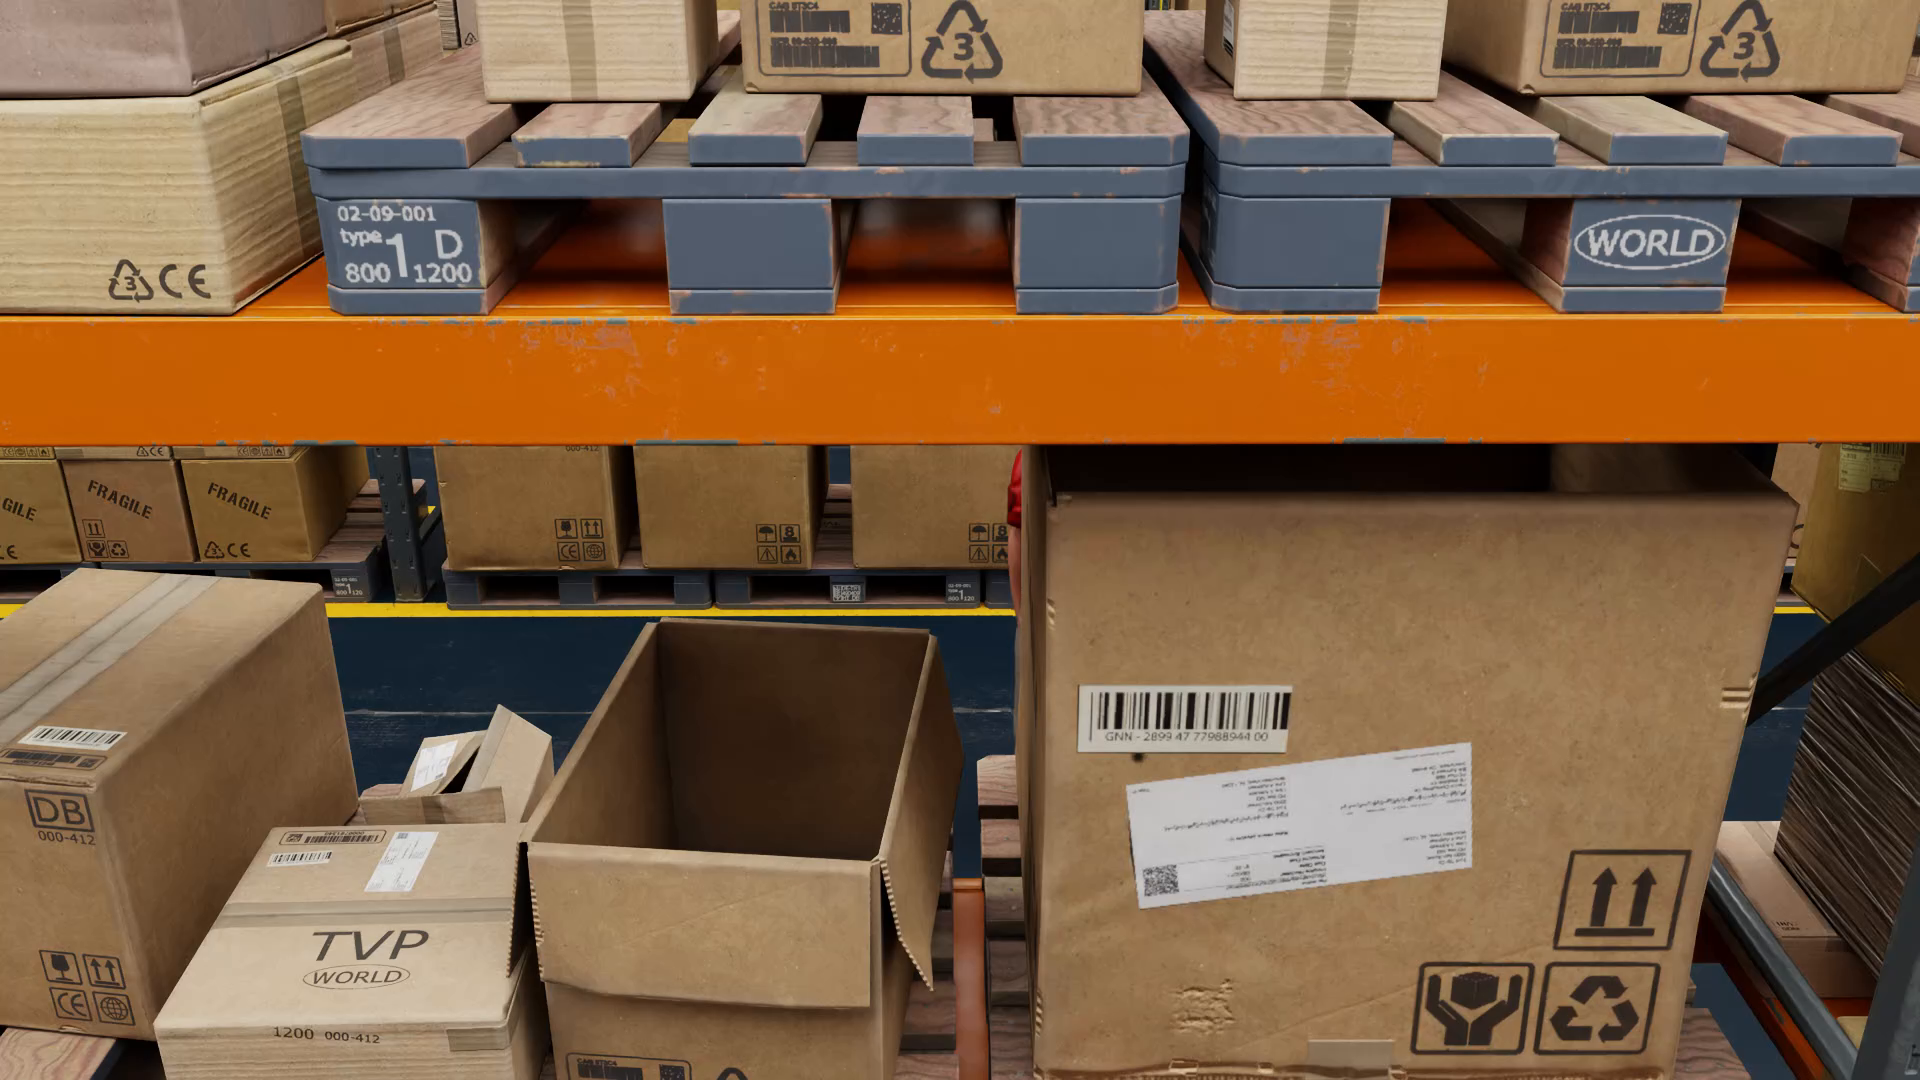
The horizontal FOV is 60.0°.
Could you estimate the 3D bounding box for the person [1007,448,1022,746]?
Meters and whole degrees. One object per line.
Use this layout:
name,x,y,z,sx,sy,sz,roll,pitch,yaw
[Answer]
person,0.419,0.277,5.534,0.534,1.714,0.342,0,24,1
